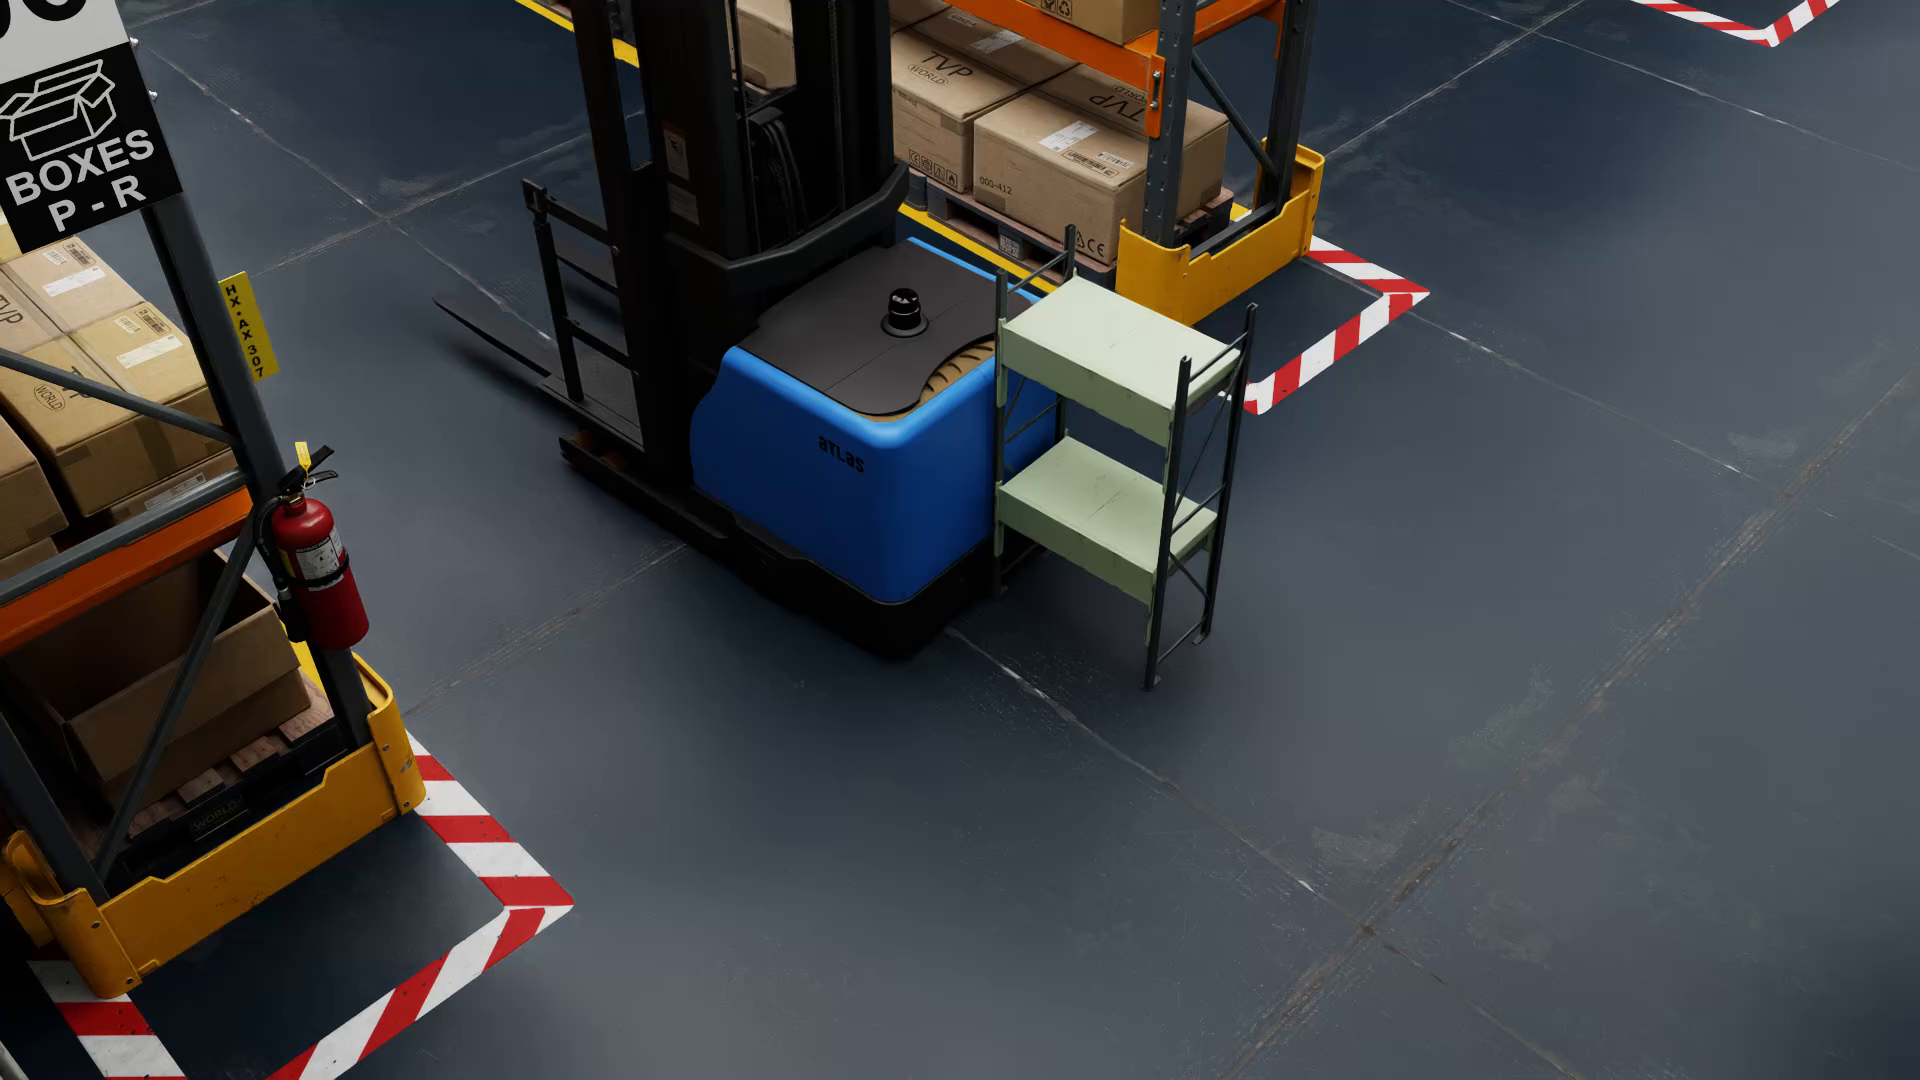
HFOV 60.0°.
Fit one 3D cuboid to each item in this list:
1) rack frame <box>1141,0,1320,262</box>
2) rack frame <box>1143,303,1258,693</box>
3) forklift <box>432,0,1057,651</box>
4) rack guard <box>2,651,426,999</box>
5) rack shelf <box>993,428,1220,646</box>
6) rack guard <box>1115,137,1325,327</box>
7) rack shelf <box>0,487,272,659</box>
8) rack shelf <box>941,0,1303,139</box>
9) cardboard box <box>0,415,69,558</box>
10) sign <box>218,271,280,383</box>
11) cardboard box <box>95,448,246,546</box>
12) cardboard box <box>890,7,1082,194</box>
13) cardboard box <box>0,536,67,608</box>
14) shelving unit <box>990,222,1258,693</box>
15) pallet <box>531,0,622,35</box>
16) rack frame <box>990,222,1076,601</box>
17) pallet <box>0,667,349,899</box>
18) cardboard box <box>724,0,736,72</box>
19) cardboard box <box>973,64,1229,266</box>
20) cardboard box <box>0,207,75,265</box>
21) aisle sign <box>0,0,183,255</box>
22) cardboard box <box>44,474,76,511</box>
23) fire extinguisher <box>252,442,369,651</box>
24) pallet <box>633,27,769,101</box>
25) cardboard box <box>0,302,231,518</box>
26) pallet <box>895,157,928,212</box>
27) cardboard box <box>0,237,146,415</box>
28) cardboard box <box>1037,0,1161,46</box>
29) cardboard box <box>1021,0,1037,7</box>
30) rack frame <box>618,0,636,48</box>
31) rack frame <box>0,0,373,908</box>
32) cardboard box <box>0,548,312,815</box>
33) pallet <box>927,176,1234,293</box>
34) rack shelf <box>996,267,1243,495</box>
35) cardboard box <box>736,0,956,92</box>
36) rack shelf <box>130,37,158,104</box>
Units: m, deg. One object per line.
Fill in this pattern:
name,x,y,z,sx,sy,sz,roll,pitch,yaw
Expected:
rack frame,1.213,-2.366,7.045,1.000,3.000,0.127,-34,53,-31
rack frame,0.811,-0.099,5.696,0.023,1.500,0.400,30,51,29
forklift,-1.041,-1.524,6.185,3.031,2.935,1.130,30,51,29
rack guard,-2.352,0.896,5.357,1.175,0.500,0.348,-34,53,-31
rack shelf,0.534,-0.021,6.093,0.720,0.370,0.431,30,51,29
rack guard,1.230,-1.437,7.881,1.175,0.500,0.348,-34,53,-31
rack shelf,-3.711,-0.682,5.753,1.077,0.370,4.000,-34,53,-31
rack shelf,-0.199,-3.063,8.329,1.077,0.370,4.000,-34,53,-31
cardboard box,-2.811,-0.134,4.520,0.500,0.250,0.500,-33,52,-30
sign,-1.915,-0.564,4.457,0.100,0.325,0.005,-34,53,-31
cardboard box,-2.337,-0.183,4.867,0.250,0.149,0.380,34,52,31
cardboard box,0.024,-2.284,8.535,0.875,0.438,0.875,-33,52,-30
cardboard box,-2.723,0.076,4.587,0.250,0.149,0.380,34,52,31
shelving unit,0.534,-0.261,5.872,0.755,1.500,0.431,30,51,29
pallet,-2.210,-3.599,10.434,1.003,0.211,1.213,-34,53,-31
rack frame,0.256,-0.423,6.047,0.023,1.500,0.400,30,51,29
pallet,-2.916,0.620,5.869,1.003,0.211,1.213,-34,53,-31
cardboard box,-1.244,-3.148,9.470,0.875,0.438,0.875,33,52,31
cardboard box,0.676,-1.849,8.064,0.875,0.438,0.875,32,52,30
cardboard box,-3.145,-0.871,5.318,0.500,0.250,0.500,33,52,31
aisle sign,-2.043,-1.048,3.703,0.394,0.787,0.004,-34,53,-31
cardboard box,-2.549,-0.283,4.976,0.380,0.149,0.250,-33,52,-30
fire extinguisher,-1.867,0.029,4.785,0.296,0.674,0.183,-34,53,-31
pallet,-1.130,-2.861,9.636,1.003,0.211,1.213,-34,53,-31
cardboard box,-2.428,-0.387,4.794,0.500,0.250,0.500,-34,52,-31
pallet,-0.264,-2.275,9.001,1.003,0.211,1.213,-34,53,-31
cardboard box,-2.784,-0.629,5.056,0.500,0.250,0.500,-34,52,-31
cardboard box,0.685,-2.508,7.125,0.500,0.500,0.500,-34,52,-31
cardboard box,0.341,-2.756,7.394,0.500,0.500,0.500,33,52,31
rack frame,-1.612,-4.288,9.125,1.000,3.000,0.127,-34,53,-31
rack frame,-2.299,0.014,4.469,1.000,3.000,0.127,-34,53,-31
cardboard box,-2.663,0.438,5.541,0.637,0.503,0.797,32,52,30
pallet,0.593,-1.689,8.367,1.003,0.211,1.213,-34,53,-31
rack shelf,0.534,-0.547,5.607,0.720,0.370,0.431,30,51,29
cardboard box,-0.612,-2.718,9.005,0.875,0.438,0.875,33,52,30
rack shelf,-3.711,-1.784,4.735,1.077,0.370,4.000,-34,53,-31
